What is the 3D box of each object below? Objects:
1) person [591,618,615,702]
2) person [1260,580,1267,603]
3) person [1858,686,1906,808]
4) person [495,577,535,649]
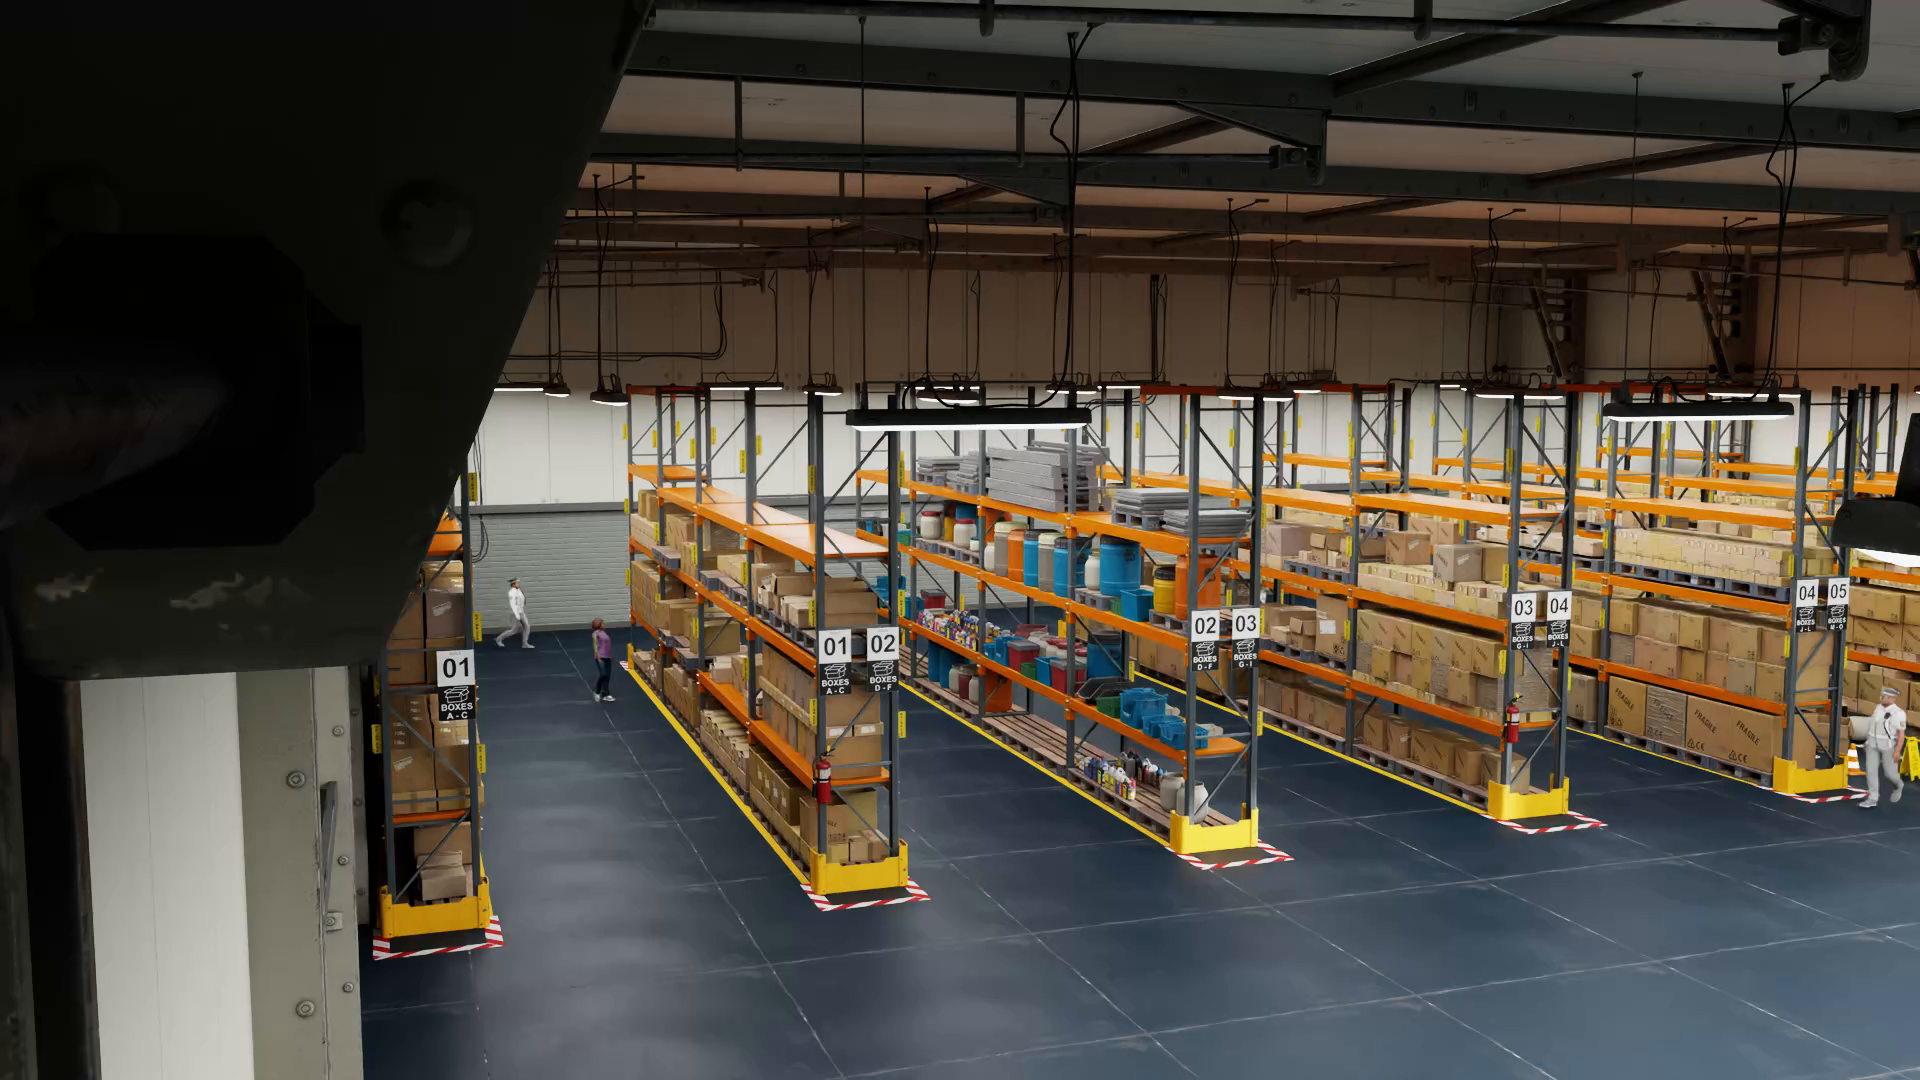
[{"bbox_3d":[-6.769,2.275,31.664,0.436,1.589,0.470,3,7,30],"label":"person"},{"bbox_3d":[6.578,1.698,36.981,0.436,1.664,0.557,-1,6,-8],"label":"person"},{"bbox_3d":[13.357,2.975,23.982,0.699,1.751,0.529,-6,8,-43],"label":"person"},{"bbox_3d":[-10.040,1.635,37.461,0.845,1.637,0.515,0,6,1],"label":"person"}]
